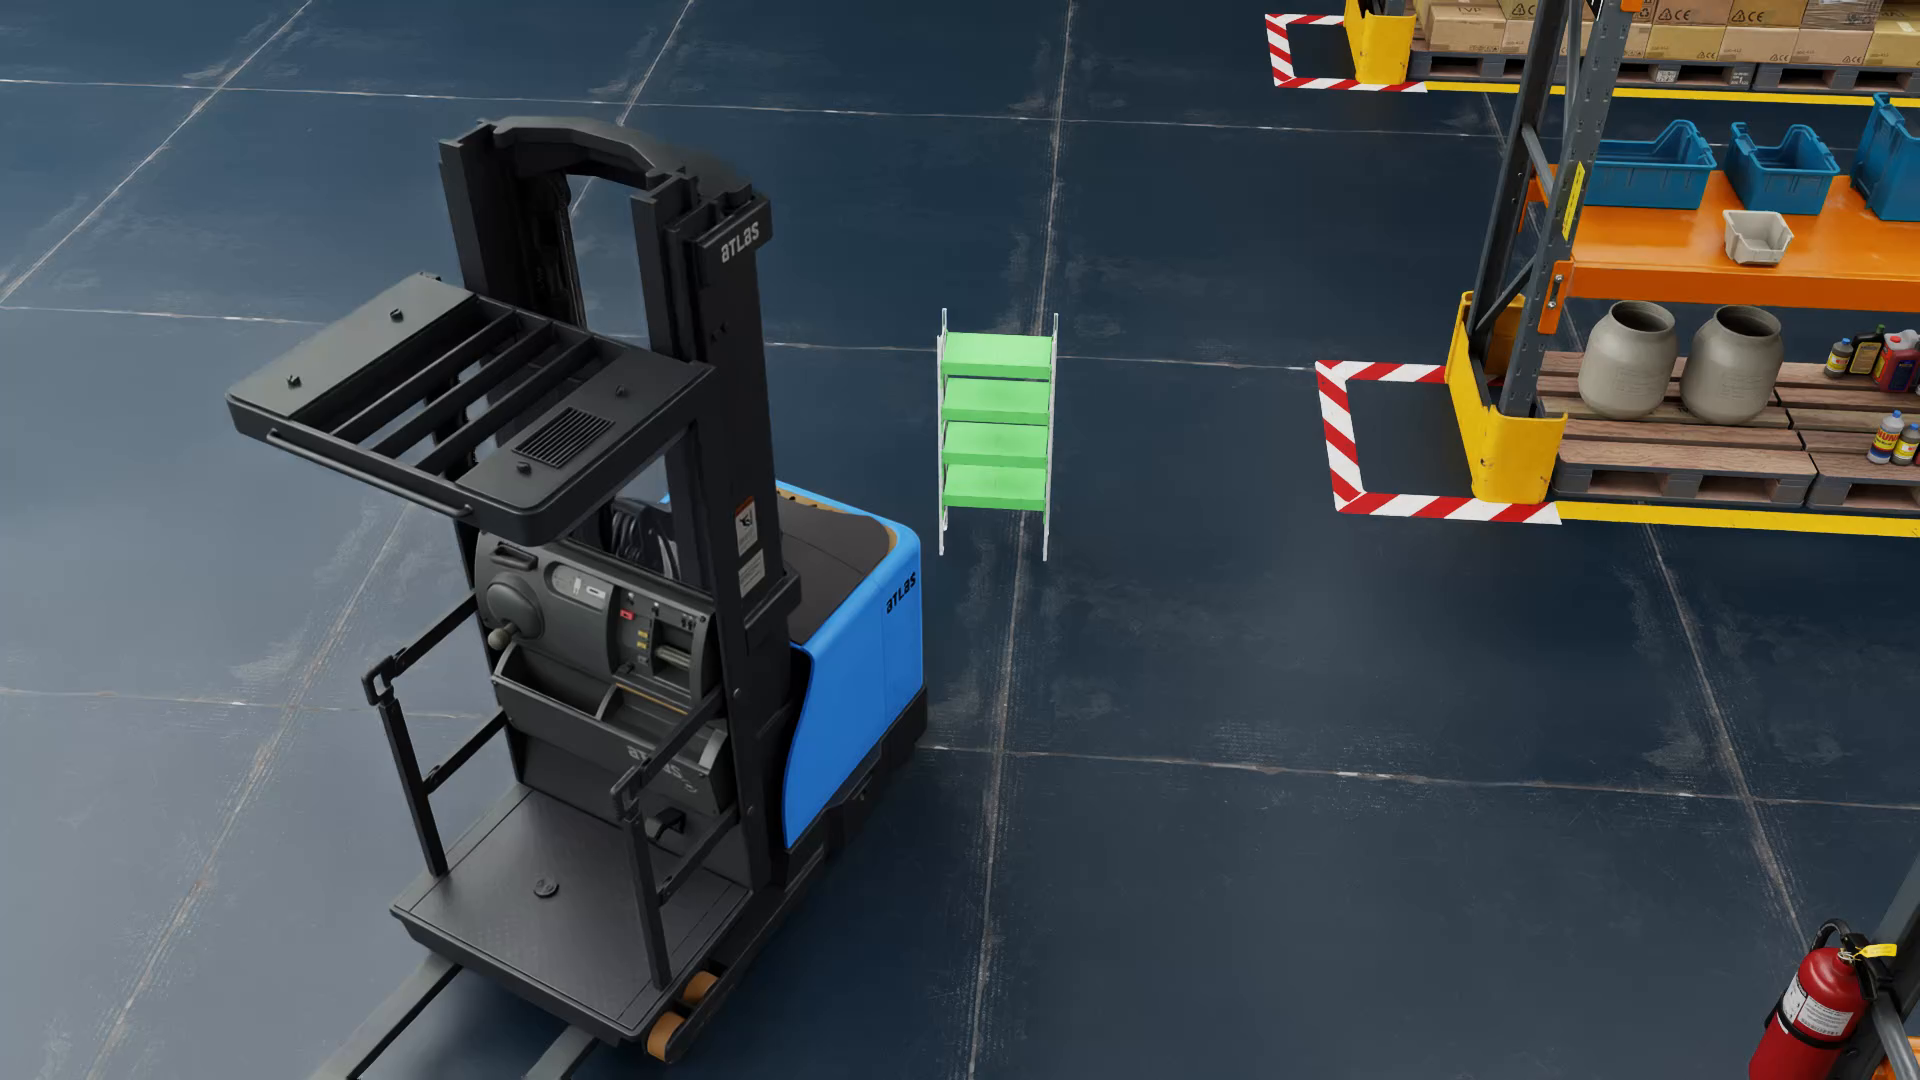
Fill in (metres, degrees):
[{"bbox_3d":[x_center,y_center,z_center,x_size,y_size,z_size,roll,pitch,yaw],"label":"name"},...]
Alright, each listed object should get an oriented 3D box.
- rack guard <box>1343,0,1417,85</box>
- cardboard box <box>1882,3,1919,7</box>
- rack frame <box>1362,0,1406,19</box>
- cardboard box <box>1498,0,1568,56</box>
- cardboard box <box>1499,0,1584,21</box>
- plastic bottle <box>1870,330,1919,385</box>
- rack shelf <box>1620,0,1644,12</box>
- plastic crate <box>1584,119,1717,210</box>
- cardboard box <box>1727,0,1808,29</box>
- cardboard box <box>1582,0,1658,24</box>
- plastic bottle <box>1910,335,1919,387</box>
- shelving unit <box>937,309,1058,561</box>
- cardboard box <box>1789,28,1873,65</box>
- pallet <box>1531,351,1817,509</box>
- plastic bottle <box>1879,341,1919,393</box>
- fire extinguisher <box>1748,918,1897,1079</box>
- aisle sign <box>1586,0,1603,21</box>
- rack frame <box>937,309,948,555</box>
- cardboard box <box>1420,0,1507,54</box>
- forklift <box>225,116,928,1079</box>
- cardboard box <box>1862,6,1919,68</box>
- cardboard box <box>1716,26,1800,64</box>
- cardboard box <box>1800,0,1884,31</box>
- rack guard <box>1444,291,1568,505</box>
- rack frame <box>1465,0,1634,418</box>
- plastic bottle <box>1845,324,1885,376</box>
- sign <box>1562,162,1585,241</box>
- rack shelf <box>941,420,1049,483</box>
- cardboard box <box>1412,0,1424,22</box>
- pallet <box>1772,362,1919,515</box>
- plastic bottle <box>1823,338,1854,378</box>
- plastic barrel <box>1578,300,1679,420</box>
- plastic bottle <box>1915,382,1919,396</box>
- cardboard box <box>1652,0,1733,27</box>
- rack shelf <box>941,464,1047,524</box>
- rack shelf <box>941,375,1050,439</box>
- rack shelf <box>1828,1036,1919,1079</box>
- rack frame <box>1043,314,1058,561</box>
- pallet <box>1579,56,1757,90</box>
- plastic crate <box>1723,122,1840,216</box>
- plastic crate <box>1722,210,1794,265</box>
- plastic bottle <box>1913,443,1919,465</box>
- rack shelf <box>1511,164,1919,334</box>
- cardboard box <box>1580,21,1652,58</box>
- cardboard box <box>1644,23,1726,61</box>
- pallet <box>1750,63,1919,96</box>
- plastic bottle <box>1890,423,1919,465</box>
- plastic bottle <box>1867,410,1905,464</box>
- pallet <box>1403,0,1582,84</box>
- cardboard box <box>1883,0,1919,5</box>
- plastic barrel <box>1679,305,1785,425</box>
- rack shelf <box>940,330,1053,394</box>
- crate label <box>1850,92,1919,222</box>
[{"bbox_3d":[3.076,-3.831,12.231,0.348,0.500,1.175,3,39,4],"label":"rack guard"},{"bbox_3d":[6.650,-3.894,12.173,0.500,0.250,0.500,3,39,4],"label":"cardboard box"},{"bbox_3d":[3.100,-4.799,11.440,0.127,3.000,1.000,3,39,4],"label":"rack frame"},{"bbox_3d":[4.114,-3.702,11.937,0.500,0.250,0.500,3,39,4],"label":"cardboard box"},{"bbox_3d":[4.114,-3.991,11.699,0.500,0.500,0.500,3,39,4],"label":"cardboard box"},{"bbox_3d":[4.786,-0.943,8.512,0.135,0.276,0.152,3,39,4],"label":"plastic bottle"},{"bbox_3d":[4.662,-2.459,6.760,4.000,0.370,1.077,3,39,4],"label":"rack shelf"},{"bbox_3d":[3.194,-1.787,7.858,0.616,0.251,0.499,3,39,4],"label":"plastic crate"},{"bbox_3d":[5.609,-3.916,11.607,0.500,0.500,0.500,3,39,4],"label":"cardboard box"},{"bbox_3d":[4.613,-3.972,11.676,0.500,0.500,0.500,3,39,4],"label":"cardboard box"},{"bbox_3d":[4.924,-0.936,8.503,0.135,0.276,0.152,2,39,3],"label":"plastic bottle"},{"bbox_3d":[0.165,-0.456,7.531,0.503,1.200,0.258,3,39,4],"label":"shelving unit"},{"bbox_3d":[6.107,-3.599,11.811,0.500,0.250,0.500,3,39,4],"label":"cardboard box"},{"bbox_3d":[3.558,-0.580,8.466,1.213,0.211,1.003,3,39,4],"label":"pallet"},{"bbox_3d":[4.777,-0.879,8.427,0.133,0.283,0.061,3,39,4],"label":"plastic bottle"},{"bbox_3d":[2.168,1.165,4.174,0.183,0.674,0.296,3,39,4],"label":"fire extinguisher"},{"bbox_3d":[2.572,-2.512,6.571,0.004,0.787,0.394,3,39,4],"label":"aisle sign"},{"bbox_3d":[-0.078,-0.470,7.547,0.015,1.200,0.240,3,39,4],"label":"rack frame"},{"bbox_3d":[3.615,-3.726,11.968,0.500,0.250,0.500,3,39,4],"label":"cardboard box"},{"bbox_3d":[-1.292,0.322,5.203,1.130,2.935,3.031,19,43,22],"label":"forklift"},{"bbox_3d":[6.605,-3.566,11.770,0.500,0.250,0.500,3,39,4],"label":"cardboard box"},{"bbox_3d":[5.608,-3.617,11.833,0.500,0.250,0.500,3,39,4],"label":"cardboard box"},{"bbox_3d":[6.107,-3.891,11.576,0.500,0.500,0.500,3,39,4],"label":"cardboard box"},{"bbox_3d":[2.749,-0.740,8.434,0.348,0.500,1.175,3,39,4],"label":"rack guard"},{"bbox_3d":[2.669,-1.684,7.613,0.127,3.000,1.000,3,39,4],"label":"rack frame"},{"bbox_3d":[4.655,-0.982,8.554,0.133,0.283,0.061,4,39,5],"label":"plastic bottle"},{"bbox_3d":[2.617,-1.446,7.101,0.005,0.325,0.100,3,39,4],"label":"sign"},{"bbox_3d":[0.165,-0.407,7.571,0.480,0.148,0.258,3,39,4],"label":"rack shelf"},{"bbox_3d":[3.660,-4.052,12.368,0.500,0.250,0.500,3,39,4],"label":"cardboard box"},{"bbox_3d":[4.770,-0.512,8.383,1.213,0.211,1.003,3,39,4],"label":"pallet"},{"bbox_3d":[4.537,-0.945,8.574,0.097,0.201,0.097,0,39,0],"label":"plastic bottle"},{"bbox_3d":[3.332,-0.894,8.281,0.421,0.512,0.421,0,39,0],"label":"plastic barrel"},{"bbox_3d":[4.932,-0.827,8.429,0.097,0.201,0.097,0,39,0],"label":"plastic bottle"},{"bbox_3d":[5.110,-3.934,11.629,0.500,0.500,0.500,3,39,4],"label":"cardboard box"},{"bbox_3d":[0.165,-0.221,7.722,0.480,0.148,0.258,3,39,4],"label":"rack shelf"},{"bbox_3d":[0.165,-0.593,7.419,0.480,0.148,0.258,3,39,4],"label":"rack shelf"},{"bbox_3d":[4.234,1.819,3.880,4.000,0.370,1.077,3,39,4],"label":"rack shelf"},{"bbox_3d":[0.408,-0.443,7.514,0.015,1.200,0.240,3,39,4],"label":"rack frame"},{"bbox_3d":[5.078,-3.634,12.218,1.213,0.211,1.003,3,39,4],"label":"pallet"},{"bbox_3d":[3.840,-1.748,7.810,0.408,0.251,0.499,3,39,4],"label":"plastic crate"},{"bbox_3d":[3.533,-1.331,7.388,0.250,0.136,0.298,3,39,4],"label":"plastic crate"},{"bbox_3d":[4.673,-0.483,7.941,0.133,0.283,0.061,4,39,5],"label":"plastic bottle"},{"bbox_3d":[4.662,-1.296,7.707,4.000,0.370,1.077,3,39,4],"label":"rack shelf"},{"bbox_3d":[4.612,-3.674,11.904,0.500,0.250,0.500,3,39,4],"label":"cardboard box"},{"bbox_3d":[5.110,-3.644,11.866,0.500,0.250,0.500,3,39,4],"label":"cardboard box"},{"bbox_3d":[6.297,-3.570,12.139,1.213,0.211,1.003,3,39,4],"label":"pallet"},{"bbox_3d":[4.552,-0.469,7.989,0.097,0.201,0.097,0,39,0],"label":"plastic bottle"},{"bbox_3d":[4.449,-0.502,7.974,0.097,0.271,0.097,0,39,0],"label":"plastic bottle"},{"bbox_3d":[3.866,-3.702,12.302,1.213,0.211,1.003,3,39,4],"label":"pallet"},{"bbox_3d":[6.650,-4.191,11.944,0.500,0.500,0.500,3,39,4],"label":"cardboard box"},{"bbox_3d":[3.831,-0.867,8.248,0.421,0.512,0.421,0,39,0],"label":"plastic barrel"},{"bbox_3d":[0.165,-0.779,7.268,0.480,0.148,0.258,3,39,4],"label":"rack shelf"},{"bbox_3d":[4.526,-1.768,7.688,0.616,0.435,0.502,3,39,4],"label":"crate label"}]
